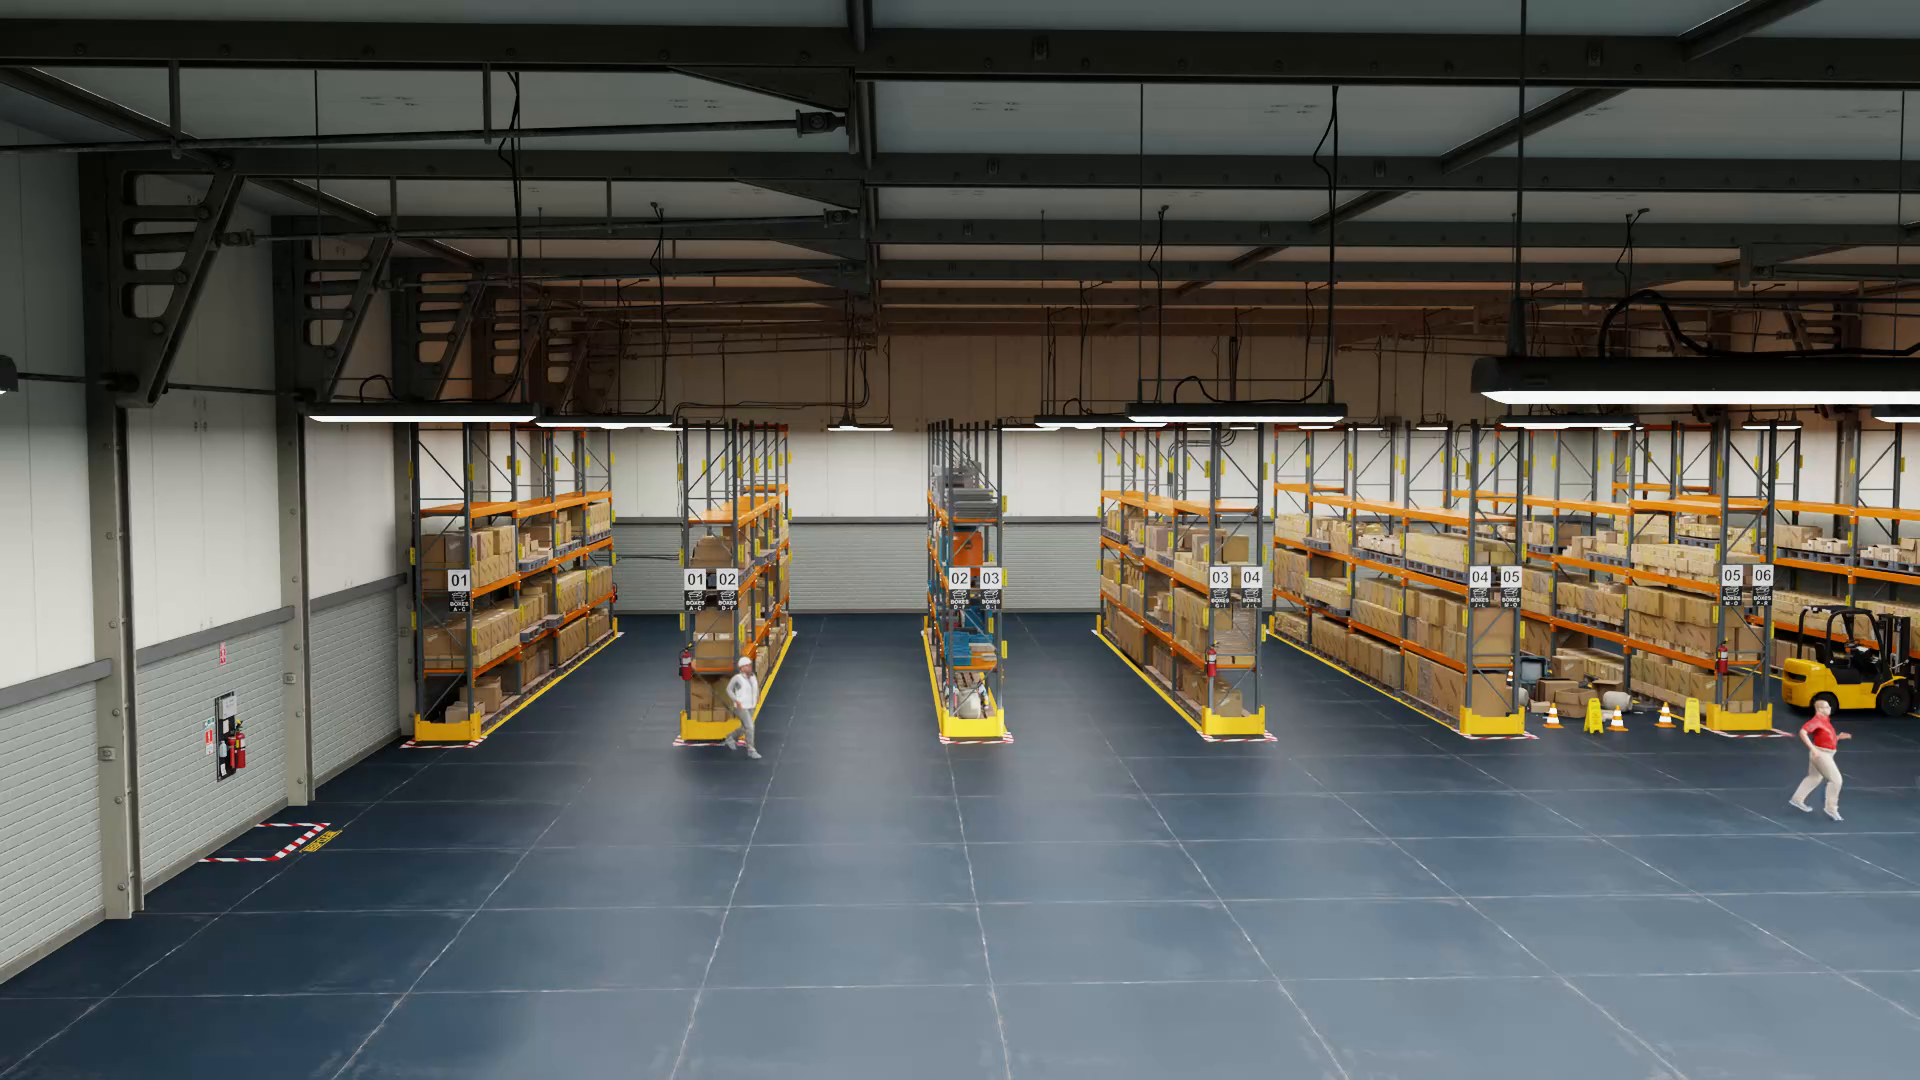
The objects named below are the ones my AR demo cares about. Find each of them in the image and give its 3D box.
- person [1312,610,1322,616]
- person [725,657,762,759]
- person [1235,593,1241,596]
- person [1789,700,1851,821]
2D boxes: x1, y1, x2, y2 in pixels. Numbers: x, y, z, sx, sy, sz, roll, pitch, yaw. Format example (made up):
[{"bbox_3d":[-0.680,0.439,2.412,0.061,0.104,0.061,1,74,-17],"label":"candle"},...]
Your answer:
[{"bbox_3d":[10.372,1.716,48.825,0.662,1.775,0.813,-3,5,-38],"label":"person"},{"bbox_3d":[-3.827,2.937,29.359,0.894,1.766,0.657,3,4,35],"label":"person"},{"bbox_3d":[7.733,1.899,46.766,0.631,1.682,0.624,0,4,5],"label":"person"},{"bbox_3d":[12.828,3.280,24.796,0.799,1.803,0.638,2,4,28],"label":"person"}]
